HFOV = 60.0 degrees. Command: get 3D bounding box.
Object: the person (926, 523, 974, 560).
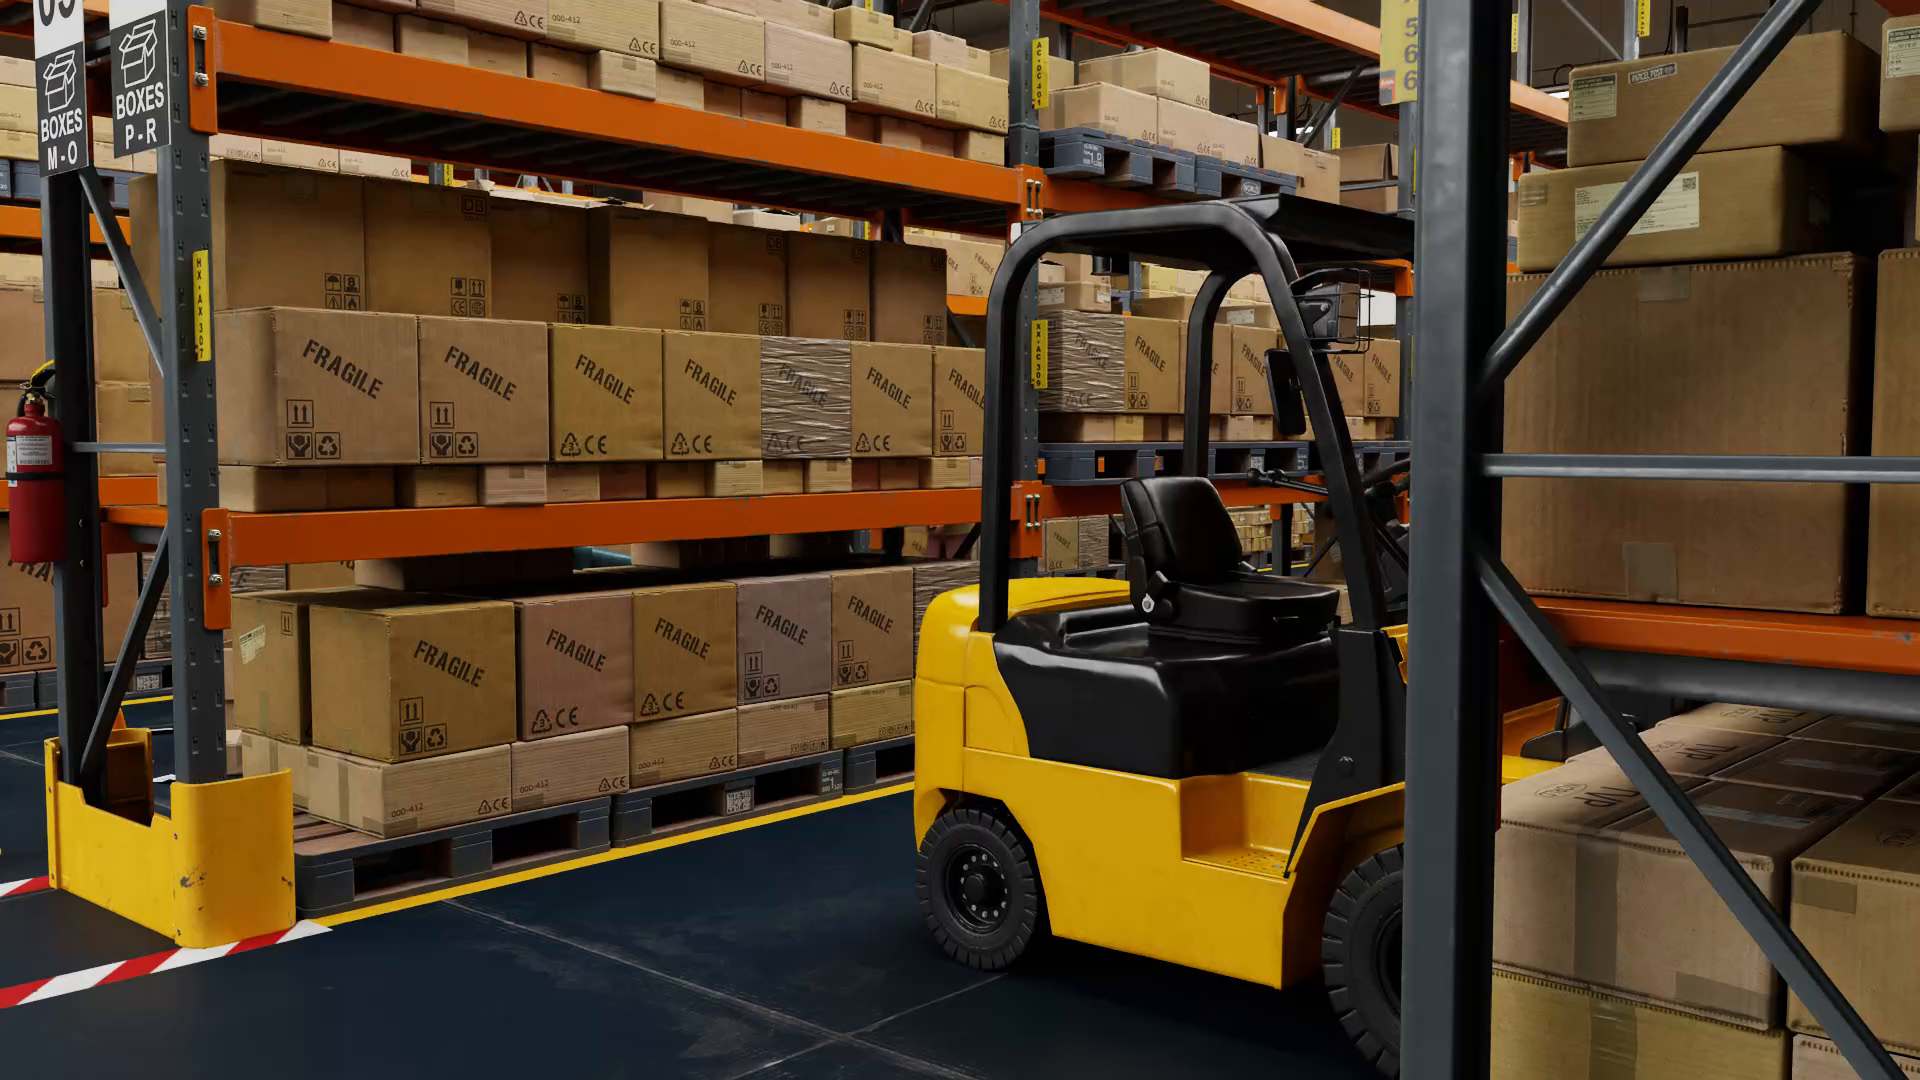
[{"bbox_3d":[-0.107,-0.012,11.615,0.426,1.652,0.561,3,5,42],"label":"person"}]
